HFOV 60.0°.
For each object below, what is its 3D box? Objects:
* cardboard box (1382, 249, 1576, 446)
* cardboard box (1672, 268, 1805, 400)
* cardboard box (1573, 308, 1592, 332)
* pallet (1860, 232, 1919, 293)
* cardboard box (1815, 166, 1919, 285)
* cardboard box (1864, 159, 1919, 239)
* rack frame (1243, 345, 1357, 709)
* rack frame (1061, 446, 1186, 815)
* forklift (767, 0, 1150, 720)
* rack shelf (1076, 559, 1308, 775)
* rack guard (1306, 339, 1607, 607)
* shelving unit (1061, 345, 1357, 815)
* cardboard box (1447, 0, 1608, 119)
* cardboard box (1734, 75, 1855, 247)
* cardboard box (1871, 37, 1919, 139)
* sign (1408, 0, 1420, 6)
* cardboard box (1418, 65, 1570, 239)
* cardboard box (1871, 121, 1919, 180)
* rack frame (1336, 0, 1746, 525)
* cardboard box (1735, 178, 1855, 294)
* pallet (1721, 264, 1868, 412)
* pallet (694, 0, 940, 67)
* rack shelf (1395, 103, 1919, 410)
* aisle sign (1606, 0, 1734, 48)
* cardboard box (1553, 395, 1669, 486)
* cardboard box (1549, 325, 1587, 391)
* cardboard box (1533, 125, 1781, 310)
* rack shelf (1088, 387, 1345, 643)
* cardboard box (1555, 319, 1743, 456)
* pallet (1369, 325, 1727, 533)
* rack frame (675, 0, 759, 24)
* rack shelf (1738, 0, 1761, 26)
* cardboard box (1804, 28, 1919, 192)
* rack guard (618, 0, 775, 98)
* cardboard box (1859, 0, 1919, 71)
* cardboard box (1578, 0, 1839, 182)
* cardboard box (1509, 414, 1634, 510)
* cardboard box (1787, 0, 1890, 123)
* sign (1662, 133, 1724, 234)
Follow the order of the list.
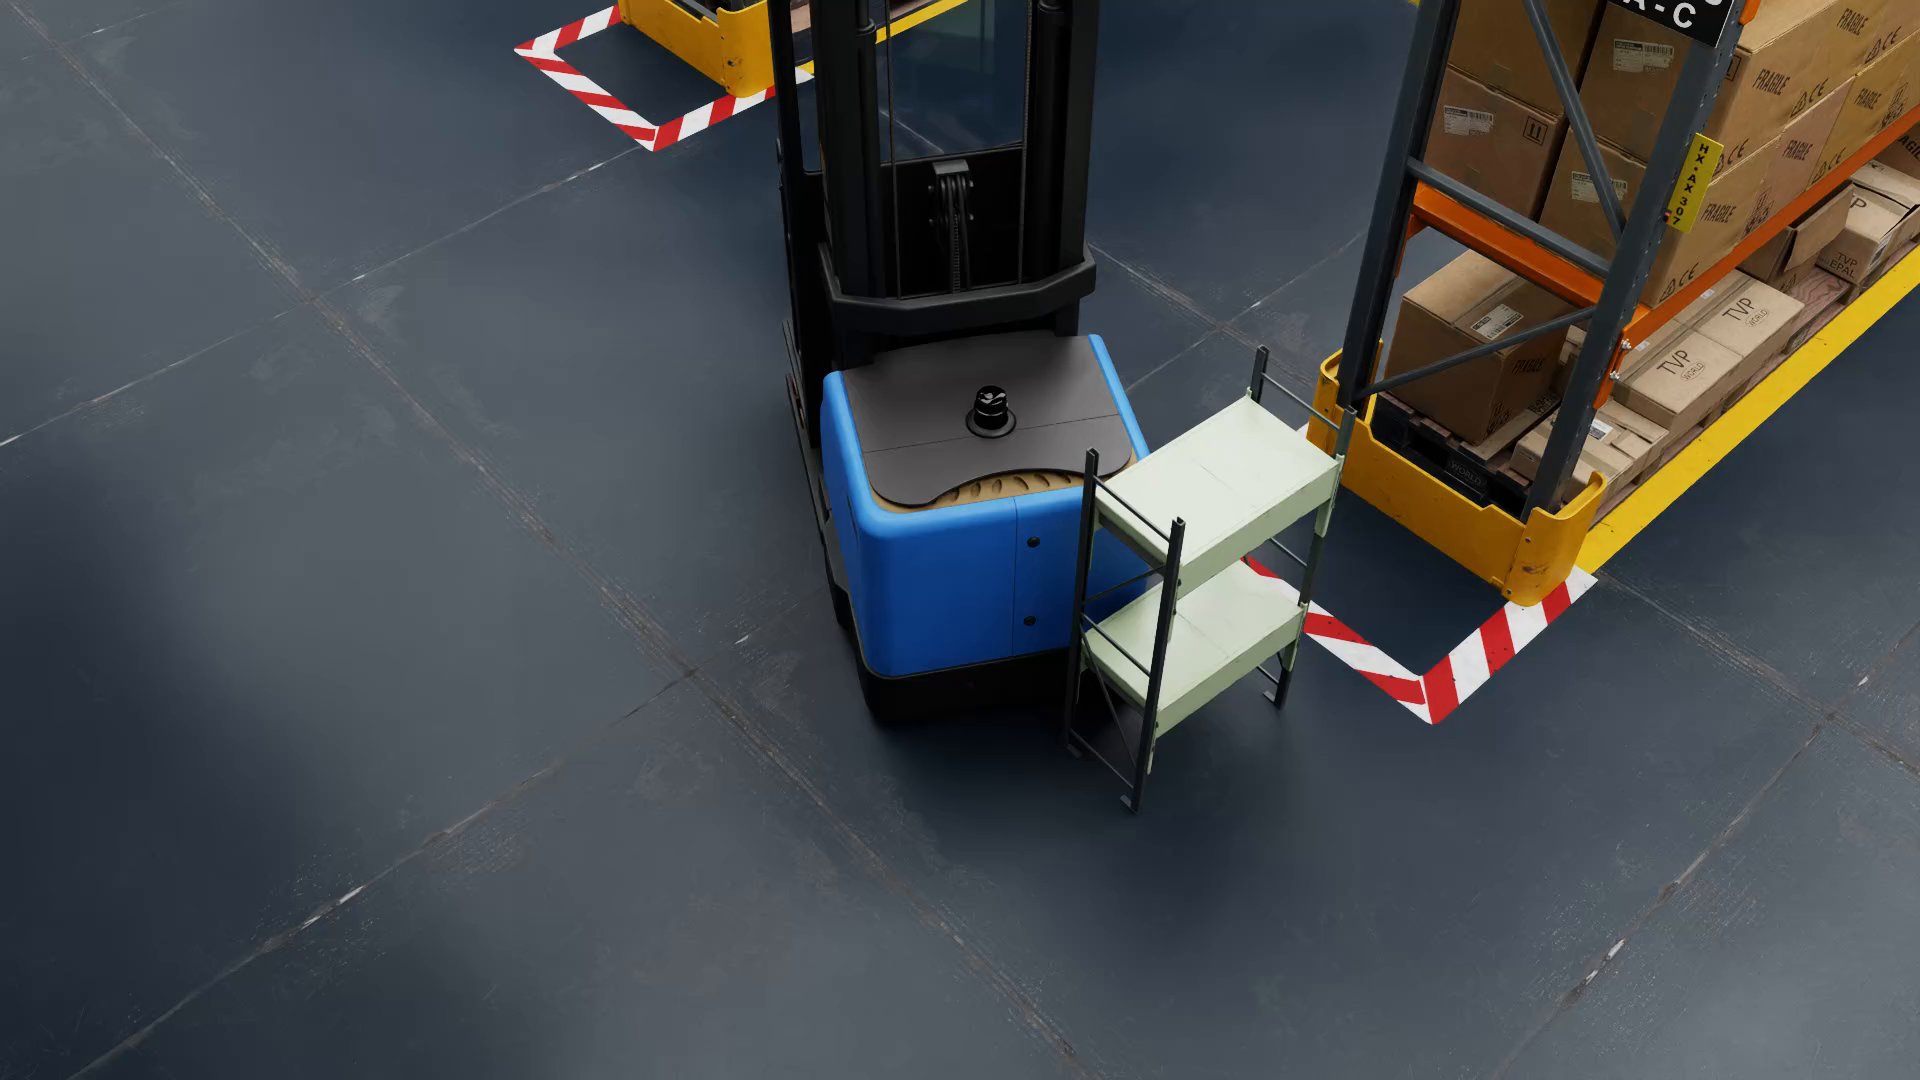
[{"bbox_3d":[2.129,-0.804,6.853,0.500,0.500,0.500,-34,56,-27],"label":"cardboard box"},{"bbox_3d":[3.226,-0.926,7.135,0.500,0.250,0.500,-34,56,-27],"label":"cardboard box"},{"bbox_3d":[2.852,-1.173,7.363,0.500,0.250,0.500,-34,56,-27],"label":"cardboard box"},{"bbox_3d":[4.344,-1.793,8.261,1.213,0.211,1.003,-34,56,-27],"label":"pallet"},{"bbox_3d":[4.067,-1.509,7.631,0.500,0.311,0.500,-34,56,-27],"label":"cardboard box"},{"bbox_3d":[4.385,-1.606,7.832,0.250,0.149,0.380,-34,56,-27],"label":"cardboard box"},{"bbox_3d":[1.073,0.004,5.724,0.023,1.500,0.400,-31,55,-25],"label":"rack frame"},{"bbox_3d":[0.508,0.345,5.408,0.023,1.500,0.400,-31,55,-25],"label":"rack frame"},{"bbox_3d":[-0.134,-1.446,6.090,1.130,2.935,3.031,-9,48,-8],"label":"forklift"},{"bbox_3d":[0.789,0.394,5.807,0.720,0.370,0.431,-31,55,-25],"label":"rack shelf"},{"bbox_3d":[1.949,-0.290,6.677,0.348,0.500,1.175,-34,56,-27],"label":"rack guard"},{"bbox_3d":[0.791,0.174,5.566,0.755,1.500,0.431,-31,55,-25],"label":"shelving unit"},{"bbox_3d":[2.037,-1.843,5.661,0.500,0.500,0.500,-34,56,-27],"label":"cardboard box"},{"bbox_3d":[2.777,-1.468,5.996,0.500,0.500,0.500,-34,56,-27],"label":"cardboard box"},{"bbox_3d":[3.521,-1.961,6.450,0.500,0.500,0.500,-33,55,-27],"label":"cardboard box"},{"bbox_3d":[1.534,-1.912,5.470,0.005,0.325,0.100,-34,56,-27],"label":"sign"},{"bbox_3d":[2.041,-1.504,6.028,0.500,0.500,0.500,-32,55,-26],"label":"cardboard box"},{"bbox_3d":[4.622,-1.943,7.904,0.500,0.500,0.500,-34,56,-27],"label":"cardboard box"},{"bbox_3d":[1.893,-1.100,5.724,0.127,3.000,1.000,-34,56,-27],"label":"rack frame"},{"bbox_3d":[3.466,-1.449,7.445,0.637,0.503,0.797,-34,56,-27],"label":"cardboard box"},{"bbox_3d":[3.441,-1.187,7.702,1.213,0.211,1.003,-34,56,-27],"label":"pallet"},{"bbox_3d":[-0.800,-3.237,9.593,1.213,0.211,1.003,-34,56,-27],"label":"pallet"},{"bbox_3d":[3.373,-1.845,6.901,4.000,0.370,1.077,-34,56,-27],"label":"rack shelf"},{"bbox_3d":[2.040,-1.788,4.590,0.004,0.787,0.394,-34,56,-27],"label":"aisle sign"},{"bbox_3d":[2.619,-0.432,6.736,0.250,0.166,0.380,-34,56,-27],"label":"cardboard box"},{"bbox_3d":[2.490,-0.843,7.115,0.250,0.166,0.380,-34,56,-27],"label":"cardboard box"},{"bbox_3d":[2.399,-1.210,5.758,0.500,0.500,0.500,-33,55,-26],"label":"cardboard box"},{"bbox_3d":[0.793,-0.088,5.278,0.720,0.370,0.431,-31,55,-25],"label":"rack shelf"},{"bbox_3d":[2.856,-0.679,6.907,0.500,0.250,0.500,-34,56,-27],"label":"cardboard box"},{"bbox_3d":[2.538,-0.587,7.148,1.213,0.211,1.003,-34,56,-27],"label":"pallet"},{"bbox_3d":[-1.437,-3.796,8.211,0.127,3.000,1.000,-34,56,-27],"label":"rack frame"},{"bbox_3d":[3.373,-2.862,5.799,4.000,0.370,1.077,-34,56,-27],"label":"rack shelf"},{"bbox_3d":[3.150,-1.715,6.223,0.500,0.500,0.500,-34,56,-27],"label":"cardboard box"},{"bbox_3d":[-1.446,-2.929,9.112,0.348,0.500,1.175,-34,56,-27],"label":"rack guard"},{"bbox_3d":[3.154,-2.056,5.858,0.500,0.500,0.500,-33,55,-27],"label":"cardboard box"},{"bbox_3d":[2.399,-1.549,5.390,0.500,0.500,0.500,-32,55,-26],"label":"cardboard box"},{"bbox_3d":[2.434,-0.303,6.629,0.250,0.149,0.380,-34,56,-27],"label":"cardboard box"},{"bbox_3d":[2.780,-1.812,5.632,0.500,0.500,0.500,-33,55,-27],"label":"cardboard box"},{"bbox_3d":[2.258,-1.099,5.134,0.005,0.325,0.100,-34,56,-27],"label":"sign"}]
